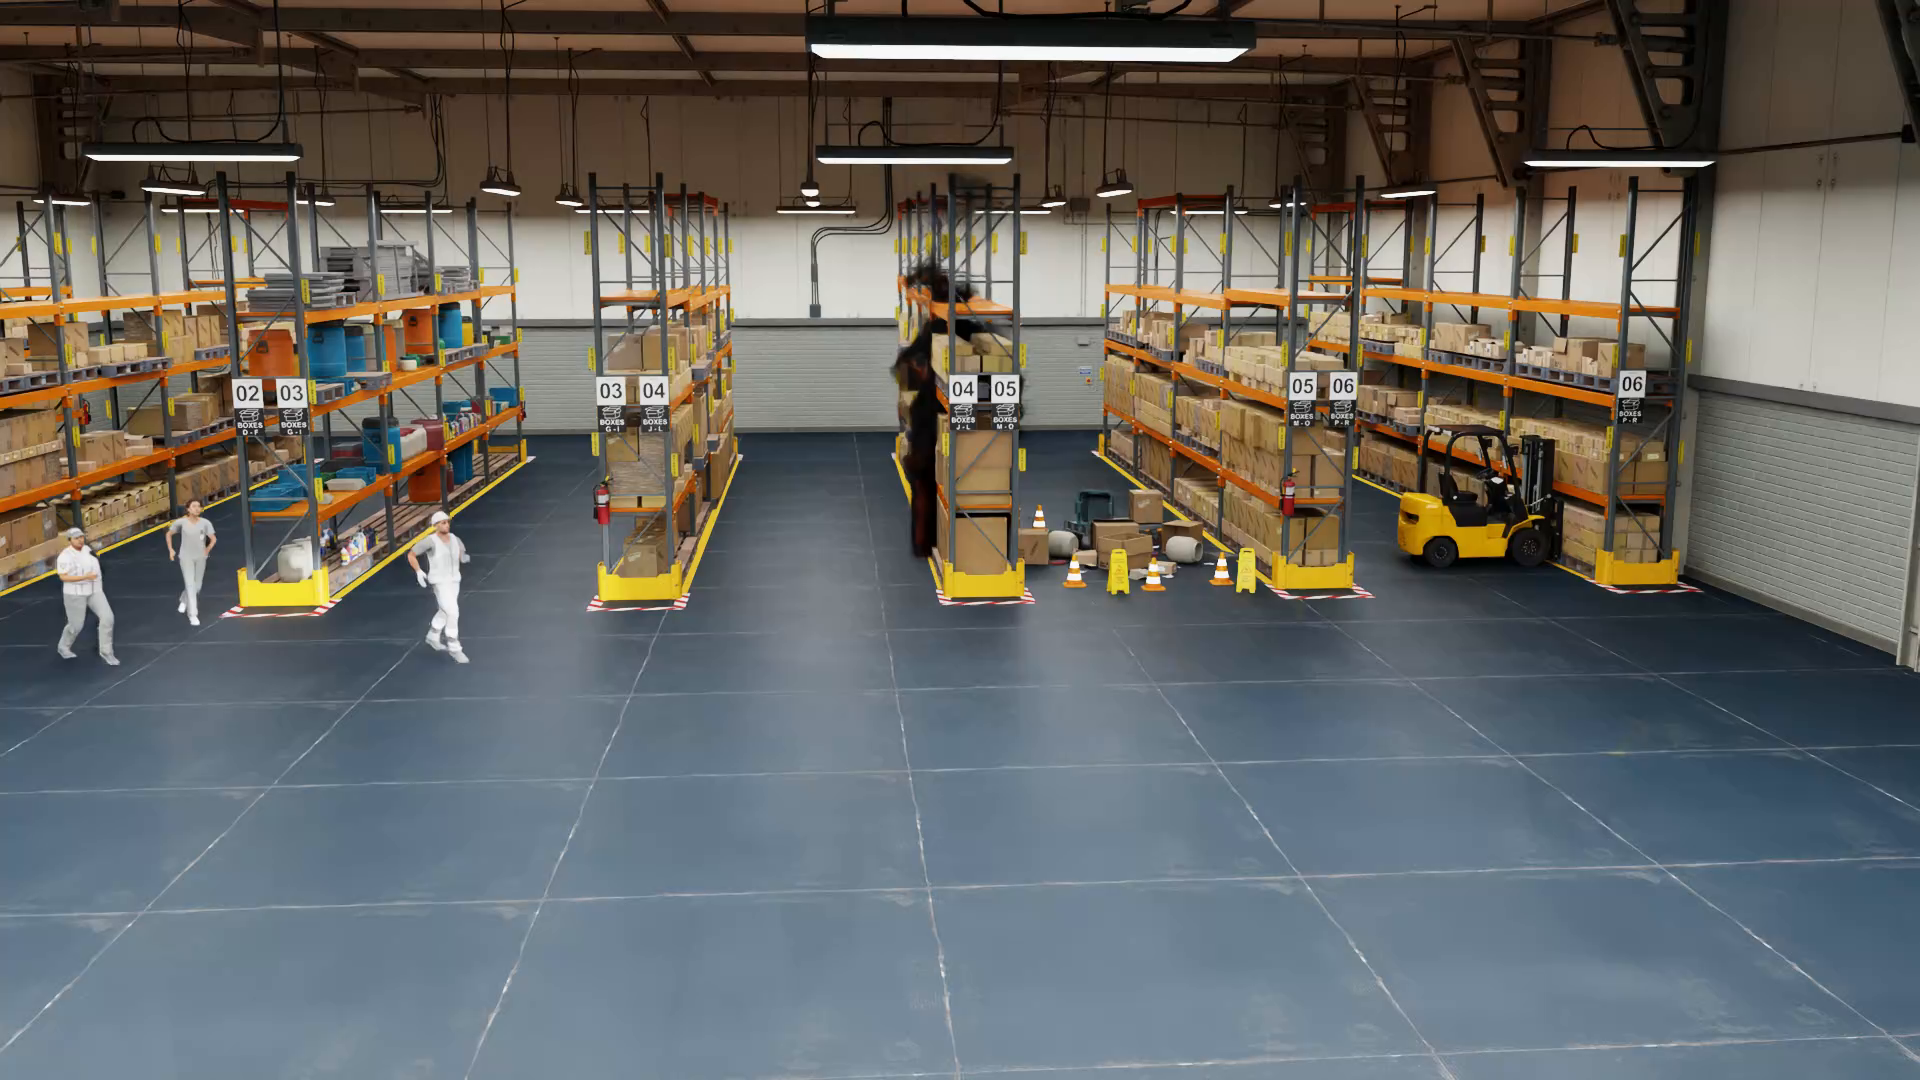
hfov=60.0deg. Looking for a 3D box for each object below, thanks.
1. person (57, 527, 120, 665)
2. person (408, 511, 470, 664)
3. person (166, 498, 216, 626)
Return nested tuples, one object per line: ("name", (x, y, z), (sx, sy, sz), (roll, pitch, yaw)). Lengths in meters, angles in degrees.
("person", (-10.624, 0.685, 20.164), (0.816, 1.703, 0.607), (5, 11, 27))
("person", (-6.306, 0.557, 20.321), (0.835, 1.834, 0.654), (5, 11, 27))
("person", (-10.352, 0.269, 22.480), (0.605, 1.659, 0.812), (-7, 12, -36))
